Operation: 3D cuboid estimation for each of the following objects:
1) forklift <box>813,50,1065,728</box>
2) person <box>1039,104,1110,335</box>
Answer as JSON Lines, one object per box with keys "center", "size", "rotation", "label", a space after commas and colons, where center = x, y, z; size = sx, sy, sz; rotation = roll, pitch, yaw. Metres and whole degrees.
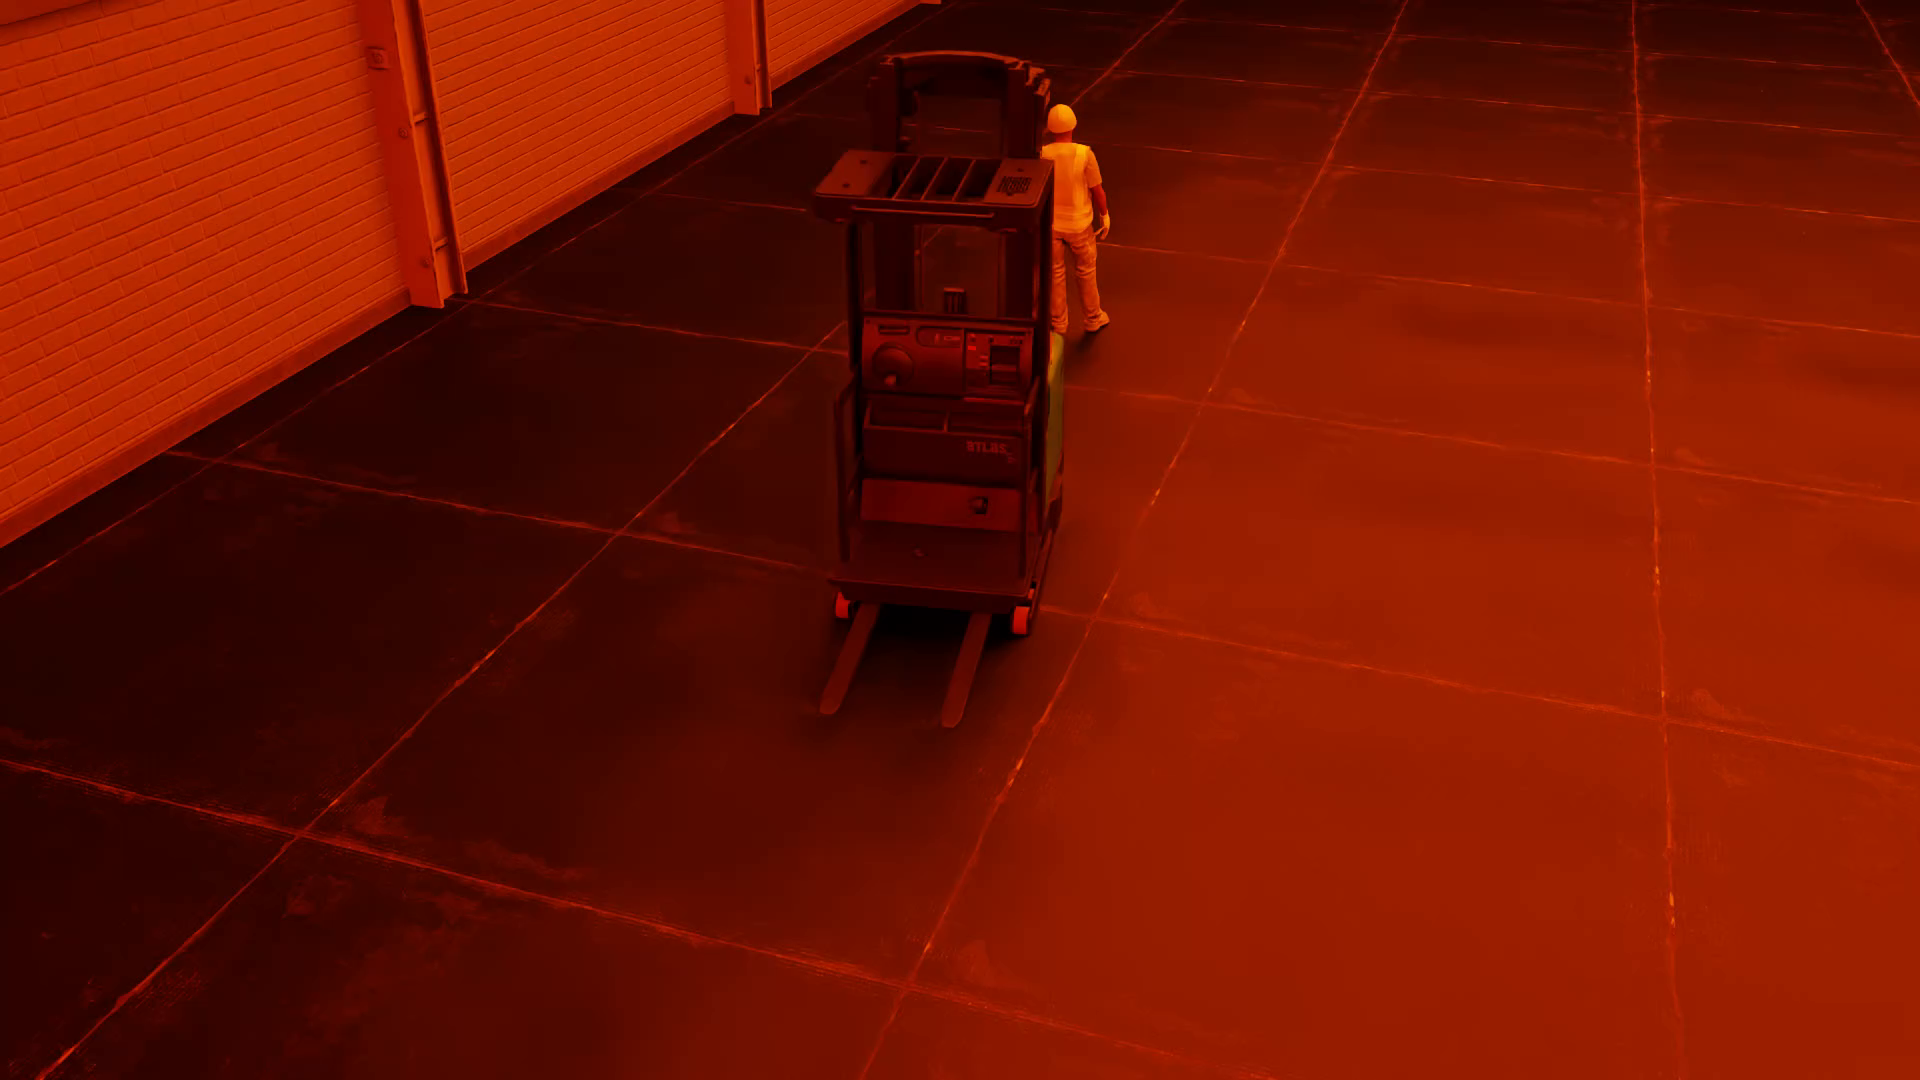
{"center": [-0.103, -0.939, 8.784], "size": [1.130, 2.935, 3.031], "rotation": [5, 30, 8], "label": "forklift"}
{"center": [0.811, -2.422, 12.531], "size": [0.656, 1.782, 0.577], "rotation": [8, 31, 13], "label": "person"}
